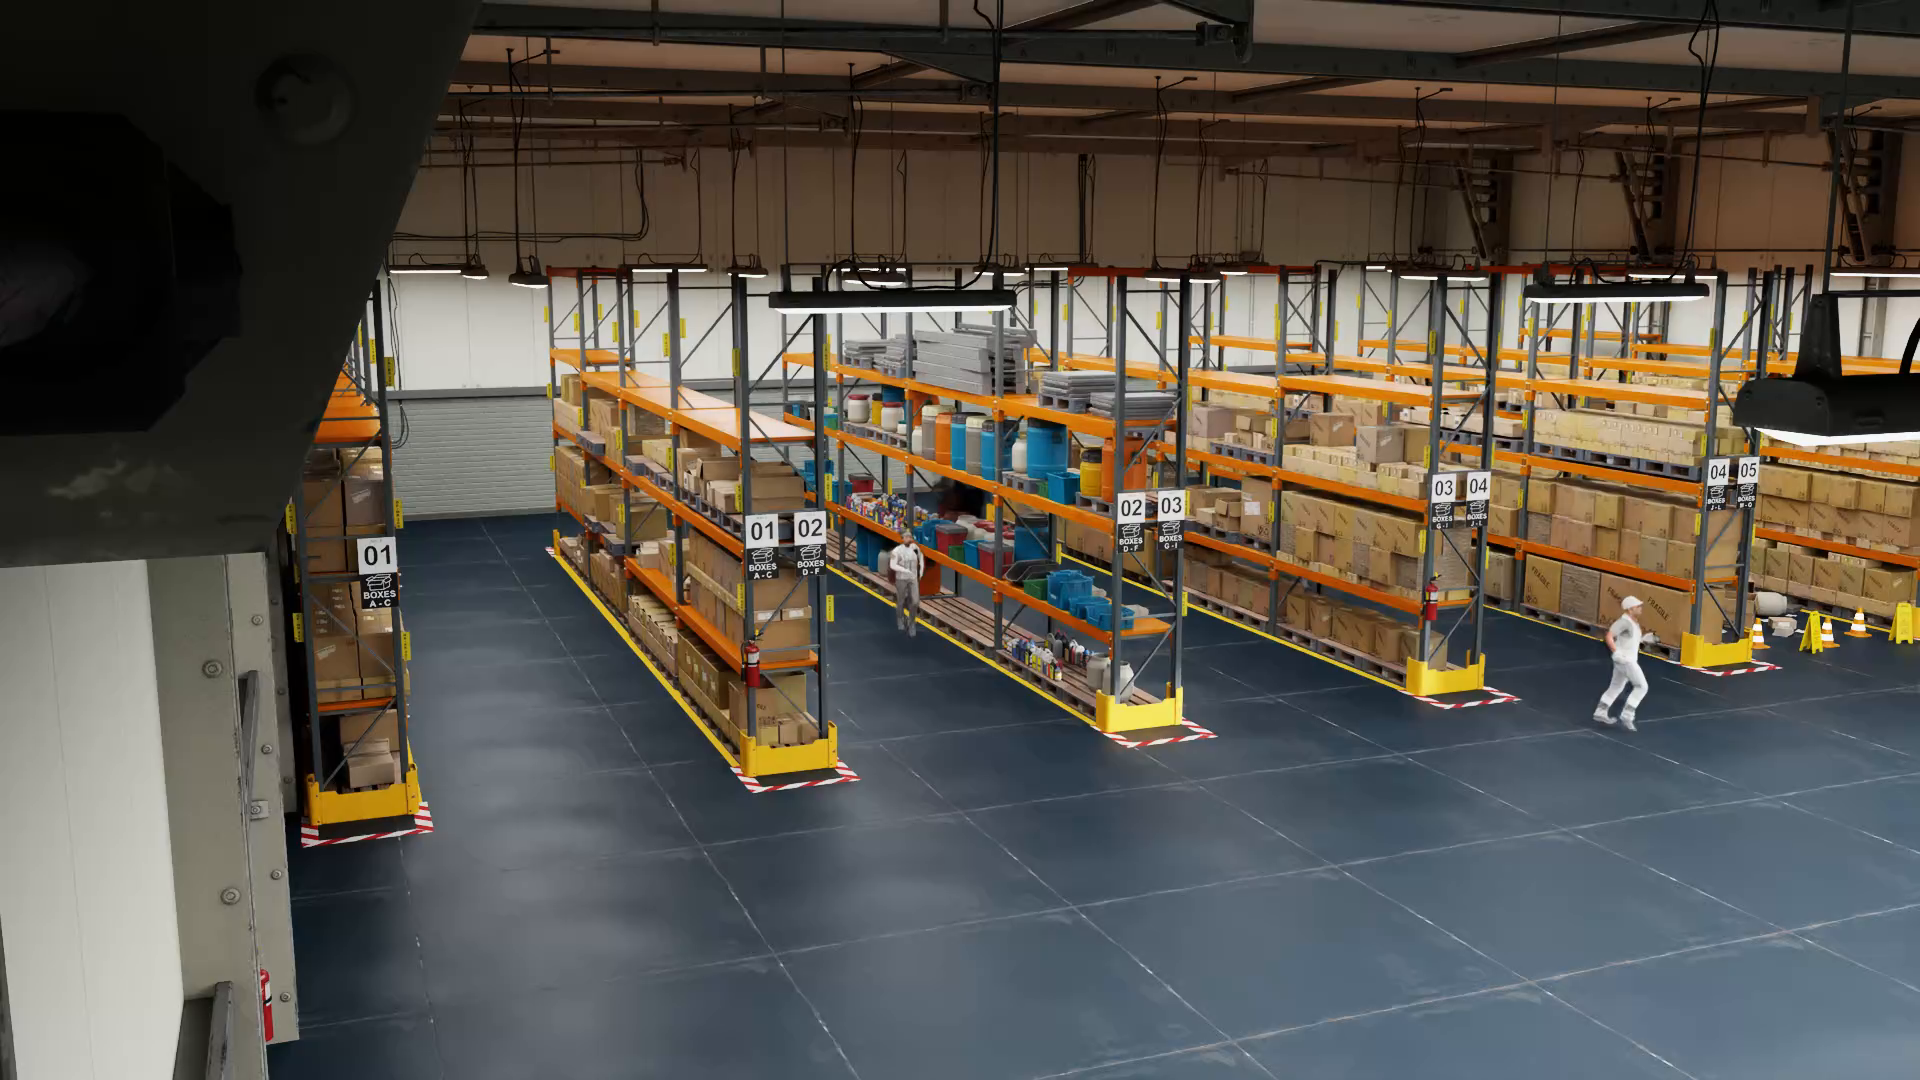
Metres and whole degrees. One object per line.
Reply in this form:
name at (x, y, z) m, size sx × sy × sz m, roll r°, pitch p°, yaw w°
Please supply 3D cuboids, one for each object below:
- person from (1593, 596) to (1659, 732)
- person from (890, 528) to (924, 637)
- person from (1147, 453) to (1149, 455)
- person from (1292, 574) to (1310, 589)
person at (8.891, 1.645, 22.169) m, size 0.746 × 1.832 × 0.616 m, roll 3°, pitch 10°, yaw 19°
person at (-0.811, 0.673, 26.394) m, size 0.628 × 1.764 × 0.650 m, roll -3°, pitch 10°, yaw -19°
person at (4.321, -1.574, 40.659) m, size 0.640 × 1.767 × 0.717 m, roll -9°, pitch 13°, yaw -41°
person at (6.557, 0.026, 31.655) m, size 0.600 × 1.743 × 0.767 m, roll -4°, pitch 11°, yaw -22°
